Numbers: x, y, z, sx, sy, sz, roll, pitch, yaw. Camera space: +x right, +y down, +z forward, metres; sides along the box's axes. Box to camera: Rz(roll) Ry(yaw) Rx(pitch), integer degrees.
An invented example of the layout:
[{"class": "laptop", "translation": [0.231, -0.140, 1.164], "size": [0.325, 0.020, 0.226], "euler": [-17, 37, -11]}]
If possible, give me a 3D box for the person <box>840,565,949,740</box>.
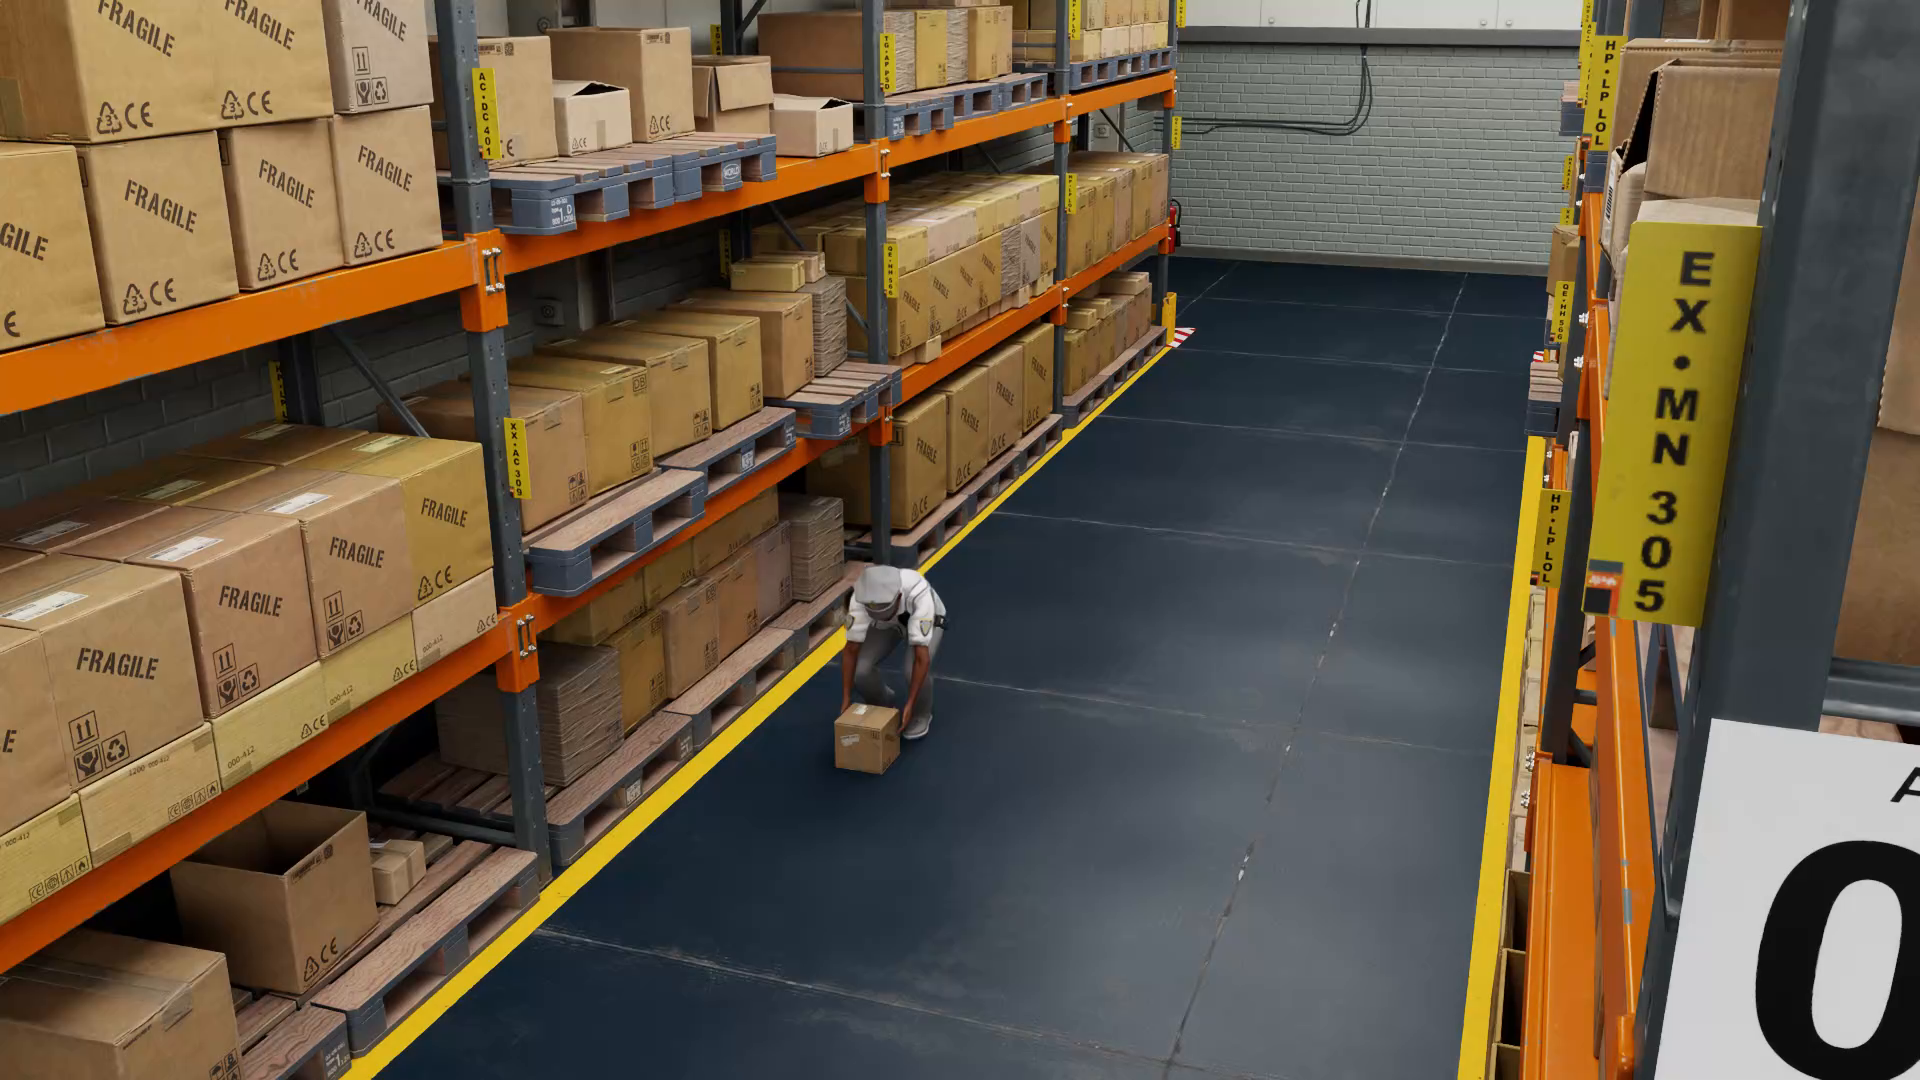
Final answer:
[{"class": "person", "translation": [-0.328, 0.532, 8.521], "size": [0.488, 1.011, 0.850], "euler": [6, 20, 18]}]
